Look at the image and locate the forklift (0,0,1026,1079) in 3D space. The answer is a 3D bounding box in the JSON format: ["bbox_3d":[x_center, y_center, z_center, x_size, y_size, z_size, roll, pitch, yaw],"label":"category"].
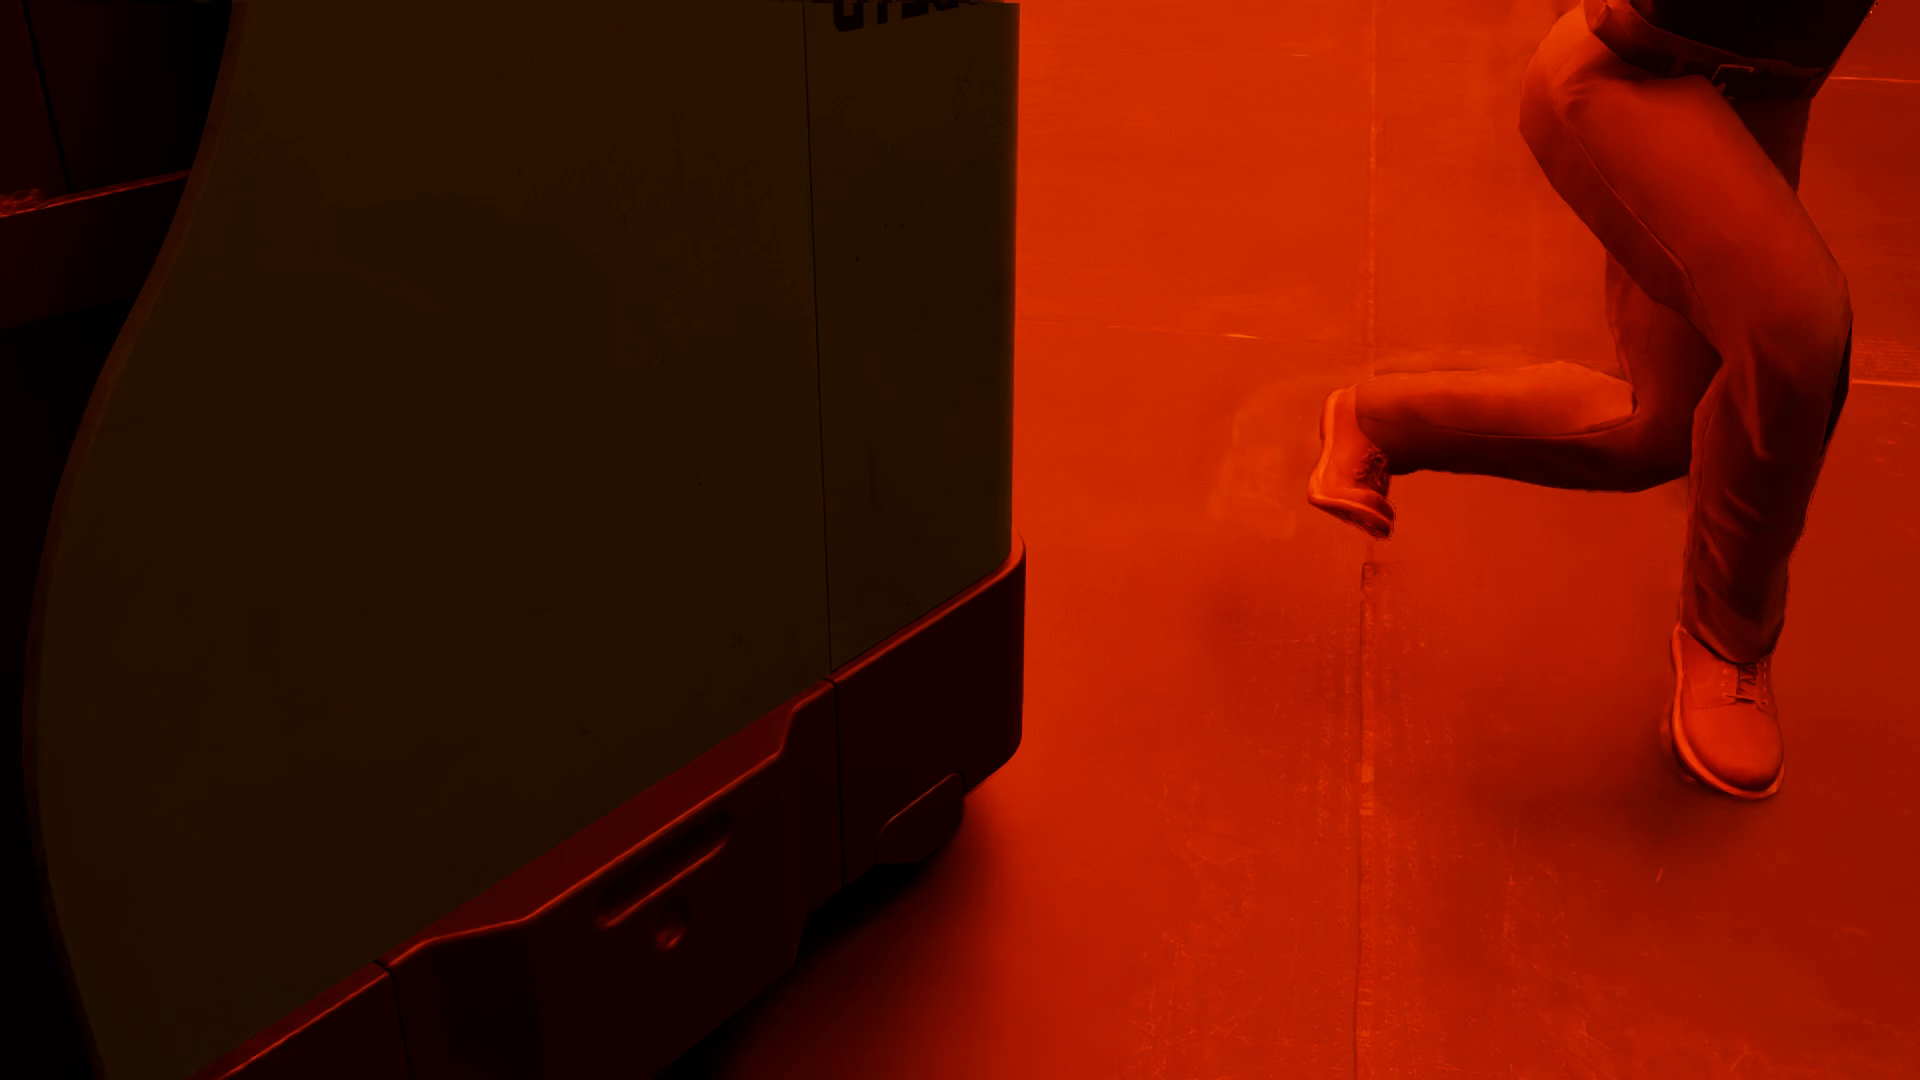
[{"bbox_3d":[-1.222,-0.634,0.502,1.130,2.935,3.031,19,32,33],"label":"forklift"}]

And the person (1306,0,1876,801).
[{"bbox_3d":[0.744,-0.418,1.768,0.795,1.426,1.088,-4,27,-9],"label":"person"}]
